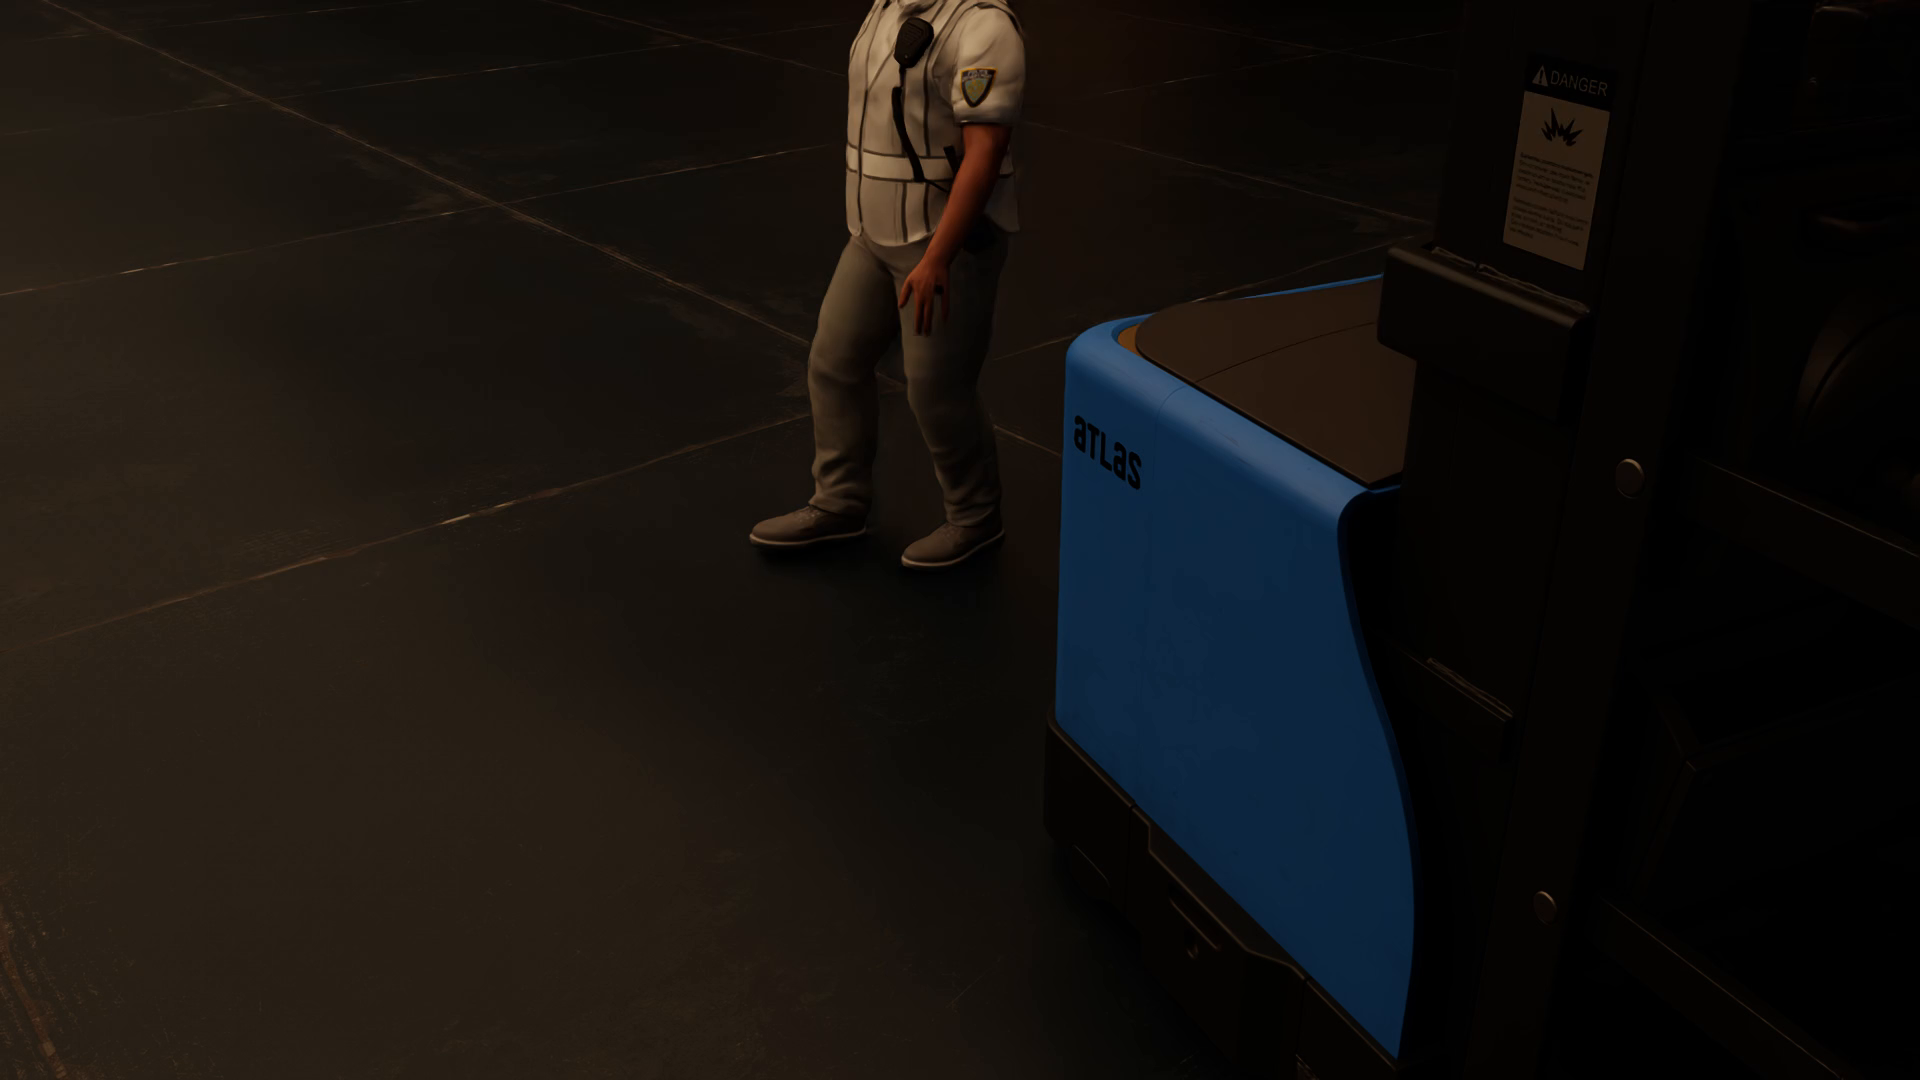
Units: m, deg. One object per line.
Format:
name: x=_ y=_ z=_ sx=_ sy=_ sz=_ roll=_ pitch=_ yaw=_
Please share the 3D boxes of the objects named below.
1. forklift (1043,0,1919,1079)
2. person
forklift: x=1.272 y=-0.225 z=1.657 sx=1.130 sy=2.935 sz=3.031 roll=-13 pitch=29 yaw=-24
person: x=-0.173 y=-0.727 z=4.016 sx=0.621 sy=1.736 sz=0.682 roll=-17 pitch=31 yaw=-30
